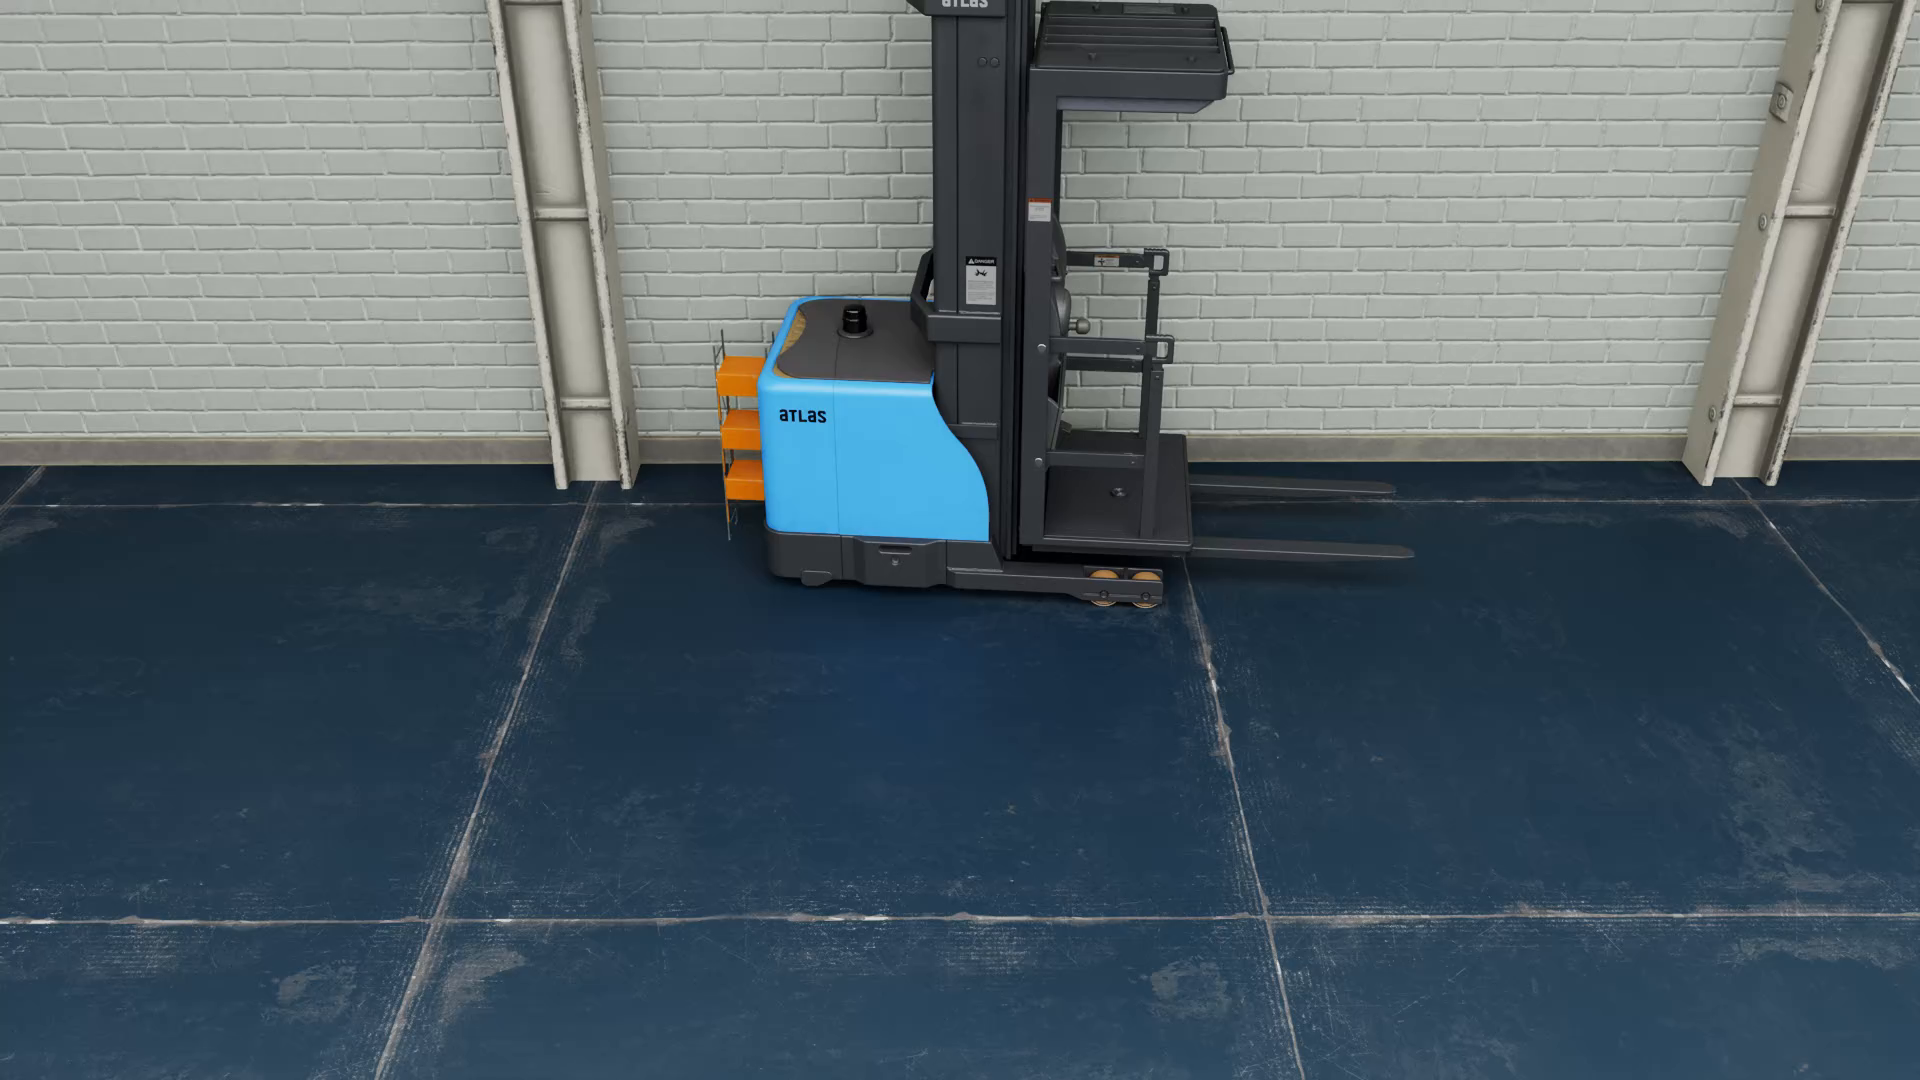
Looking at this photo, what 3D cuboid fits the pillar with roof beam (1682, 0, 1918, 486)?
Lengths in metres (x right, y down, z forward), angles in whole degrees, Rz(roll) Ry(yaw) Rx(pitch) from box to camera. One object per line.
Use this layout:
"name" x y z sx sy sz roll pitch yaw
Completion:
"pillar with roof beam" 4.112 -1.981 2.839 0.400 9.000 9.100 0 31 0

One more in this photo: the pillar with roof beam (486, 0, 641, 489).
"pillar with roof beam" -1.887 -1.962 2.809 0.400 9.000 9.100 0 31 0

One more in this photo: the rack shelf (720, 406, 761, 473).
"rack shelf" -1.013 -0.484 8.056 0.240 0.259 0.215 3 31 4

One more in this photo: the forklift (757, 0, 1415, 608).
"forklift" 0.626 -1.225 7.443 3.031 2.935 1.130 3 31 4

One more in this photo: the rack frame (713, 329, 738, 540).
"rack frame" -1.134 -0.499 8.060 0.008 1.050 0.200 3 31 4

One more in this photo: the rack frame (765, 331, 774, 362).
"rack frame" -0.891 -0.488 8.042 0.008 1.050 0.200 3 31 4

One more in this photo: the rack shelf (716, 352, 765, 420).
"rack shelf" -1.013 -0.727 7.909 0.240 0.259 0.215 3 31 4

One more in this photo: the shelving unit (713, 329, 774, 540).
"shelving unit" -1.013 -0.493 8.051 0.252 1.050 0.215 3 31 4

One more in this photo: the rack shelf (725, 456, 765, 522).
"rack shelf" -1.013 -0.246 8.200 0.240 0.259 0.215 3 31 4
